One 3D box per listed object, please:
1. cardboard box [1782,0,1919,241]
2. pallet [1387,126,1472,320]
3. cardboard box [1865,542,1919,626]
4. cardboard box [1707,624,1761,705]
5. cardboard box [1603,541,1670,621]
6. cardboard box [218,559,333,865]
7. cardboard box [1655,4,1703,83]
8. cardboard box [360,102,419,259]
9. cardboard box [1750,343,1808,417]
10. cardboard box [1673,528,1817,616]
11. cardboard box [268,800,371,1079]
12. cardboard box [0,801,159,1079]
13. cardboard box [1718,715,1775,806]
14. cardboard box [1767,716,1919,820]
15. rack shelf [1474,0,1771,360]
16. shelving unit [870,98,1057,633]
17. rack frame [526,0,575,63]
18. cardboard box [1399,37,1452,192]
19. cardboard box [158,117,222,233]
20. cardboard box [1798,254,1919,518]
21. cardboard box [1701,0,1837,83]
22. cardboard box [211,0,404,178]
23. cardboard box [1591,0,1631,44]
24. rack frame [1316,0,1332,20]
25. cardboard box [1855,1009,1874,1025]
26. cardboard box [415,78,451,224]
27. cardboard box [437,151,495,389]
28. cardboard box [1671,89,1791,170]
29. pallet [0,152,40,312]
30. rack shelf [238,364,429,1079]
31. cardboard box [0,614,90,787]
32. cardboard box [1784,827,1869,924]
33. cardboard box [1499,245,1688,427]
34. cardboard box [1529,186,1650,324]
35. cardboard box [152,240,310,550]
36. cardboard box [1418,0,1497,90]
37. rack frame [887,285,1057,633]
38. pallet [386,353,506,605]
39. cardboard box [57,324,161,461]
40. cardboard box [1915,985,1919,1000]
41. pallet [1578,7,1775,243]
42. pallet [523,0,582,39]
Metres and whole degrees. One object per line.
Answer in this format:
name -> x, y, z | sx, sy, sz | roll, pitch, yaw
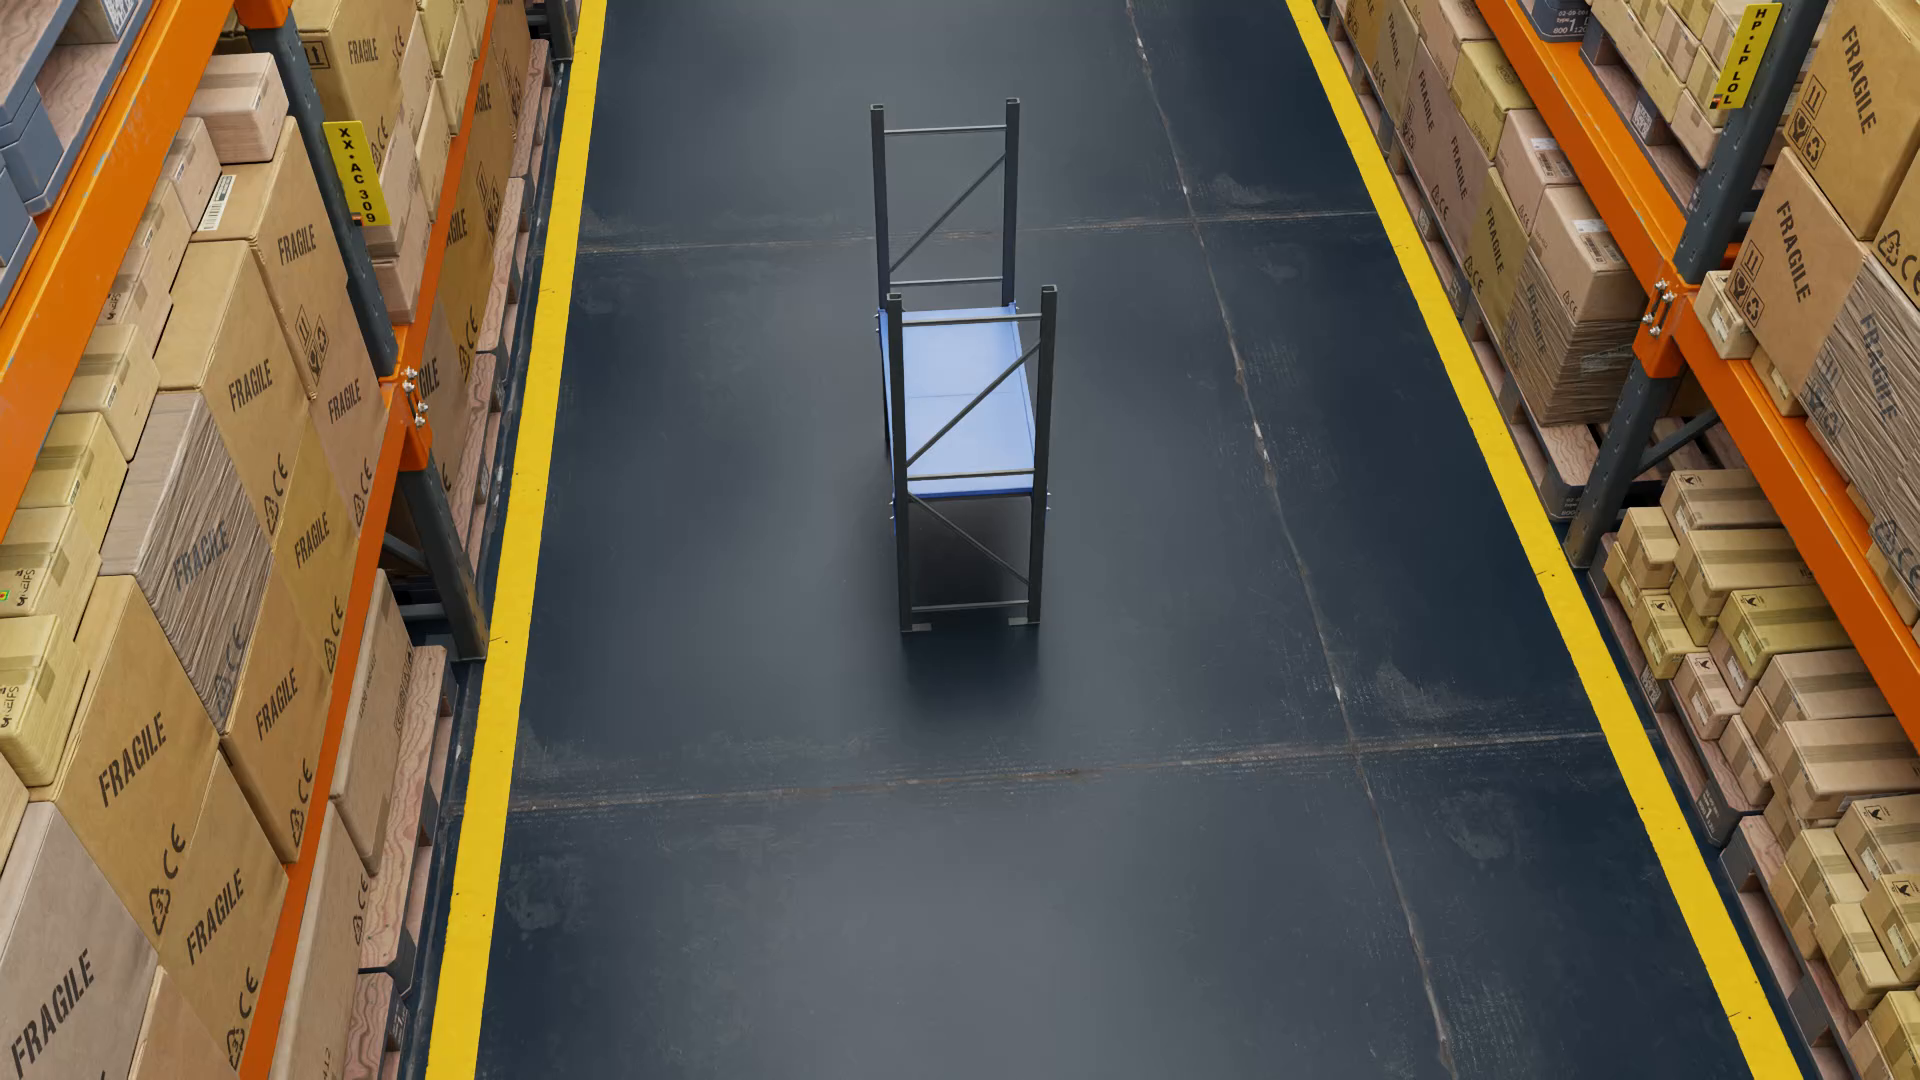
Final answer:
cardboard box -> 2.551, -1.133, 4.294 | 0.500, 0.500, 0.500 | -2, 47, -2
pallet -> 2.584, -1.483, 7.509 | 1.003, 0.211, 1.213 | -3, 47, -3
cardboard box -> 2.597, 0.073, 4.288 | 0.380, 0.149, 0.250 | -3, 47, -3
cardboard box -> 2.635, 0.373, 5.300 | 0.380, 0.149, 0.250 | -4, 47, -4
cardboard box -> 2.467, 0.125, 5.740 | 0.380, 0.149, 0.250 | -5, 47, -5
cardboard box -> -1.769, 0.401, 3.736 | 0.500, 0.500, 0.500 | -4, 47, -4
cardboard box -> 2.503, -1.620, 5.398 | 0.380, 0.149, 0.250 | -3, 47, -3
cardboard box -> -1.924, -1.075, 4.962 | 0.500, 0.250, 0.500 | -5, 47, -4
cardboard box -> 2.550, -0.500, 4.831 | 0.380, 0.149, 0.250 | -2, 47, -2
cardboard box -> 2.543, 0.102, 5.352 | 0.380, 0.149, 0.250 | -1, 47, -1
cardboard box -> -2.147, 1.226, 4.499 | 0.875, 0.438, 0.875 | -5, 47, -4
cardboard box -> -1.691, 0.786, 2.682 | 0.500, 0.500, 0.500 | -4, 47, -4
cardboard box -> 2.632, 0.675, 5.219 | 0.380, 0.149, 0.250 | -4, 47, -4
cardboard box -> 2.597, 0.659, 4.825 | 0.380, 0.149, 0.250 | -3, 47, -2
rack shelf -> 2.589, -2.193, 6.757 | 1.077, 0.370, 4.000 | -3, 47, -3
shelving unit -> -0.007, -0.577, 5.764 | 0.538, 1.500, 1.048 | -3, 47, -3
rack frame -> -2.503, -3.514, 7.512 | 1.000, 3.000, 0.127 | -3, 47, -3
cardboard box -> 2.320, -1.911, 7.426 | 0.500, 0.500, 0.500 | -5, 47, -4
cardboard box -> -1.911, -0.820, 3.756 | 0.380, 0.149, 0.250 | -2, 47, -2
cardboard box -> 2.595, -0.399, 4.288 | 0.500, 0.500, 0.500 | -3, 47, -3
cardboard box -> 2.528, -1.535, 5.112 | 0.380, 0.149, 0.250 | -2, 47, -1
cardboard box -> -1.918, -1.334, 4.690 | 0.500, 0.500, 0.500 | -3, 47, -3
cardboard box -> 2.464, -1.877, 5.845 | 0.380, 0.149, 0.250 | -6, 47, -5
rack frame -> 2.421, -3.888, 7.866 | 1.000, 3.000, 0.127 | -3, 47, -3
cardboard box -> 2.714, 1.247, 4.677 | 0.380, 0.149, 0.250 | -2, 47, -2
cardboard box -> -1.987, -1.277, 5.496 | 0.500, 0.250, 0.500 | -5, 47, -4
cardboard box -> -2.383, -1.130, 6.429 | 0.875, 0.875, 0.875 | -2, 47, -2
cardboard box -> 2.526, -1.327, 5.324 | 0.380, 0.149, 0.250 | -4, 47, -4
pallet -> -2.011, -0.147, 2.319 | 1.003, 0.211, 1.213 | -3, 47, -3
rack shelf -> -2.001, 1.075, 3.662 | 1.077, 0.370, 4.000 | -3, 47, -3
cardboard box -> -1.675, 0.275, 2.719 | 0.380, 0.149, 0.250 | -5, 47, -4
cardboard box -> 2.612, 0.956, 4.748 | 0.380, 0.149, 0.250 | -4, 47, -4
cardboard box -> 2.443, -0.799, 6.373 | 0.500, 0.500, 0.500 | -4, 47, -4
cardboard box -> 2.442, -1.060, 6.104 | 0.500, 0.250, 0.500 | -5, 47, -4
cardboard box -> -1.819, -0.306, 3.716 | 0.500, 0.500, 0.500 | -4, 47, -4
cardboard box -> 2.309, -2.191, 7.175 | 0.500, 0.250, 0.500 | -3, 47, -3
rack frame -> 0.035, -0.210, 5.416 | 0.500, 1.500, 0.032 | -3, 47, -3
pallet -> -2.308, -0.214, 6.308 | 1.003, 0.211, 1.213 | -3, 47, -3
cardboard box -> -1.804, -0.278, 3.243 | 0.380, 0.149, 0.250 | -4, 47, -4
cardboard box -> 2.734, 1.220, 4.293 | 0.380, 0.149, 0.250 | -5, 47, -5
pallet -> 2.837, -1.489, 5.727 | 1.003, 0.211, 1.213 | -3, 47, -3
pallet -> -2.567, -3.120, 9.060 | 1.003, 0.211, 1.213 | -3, 47, -3
